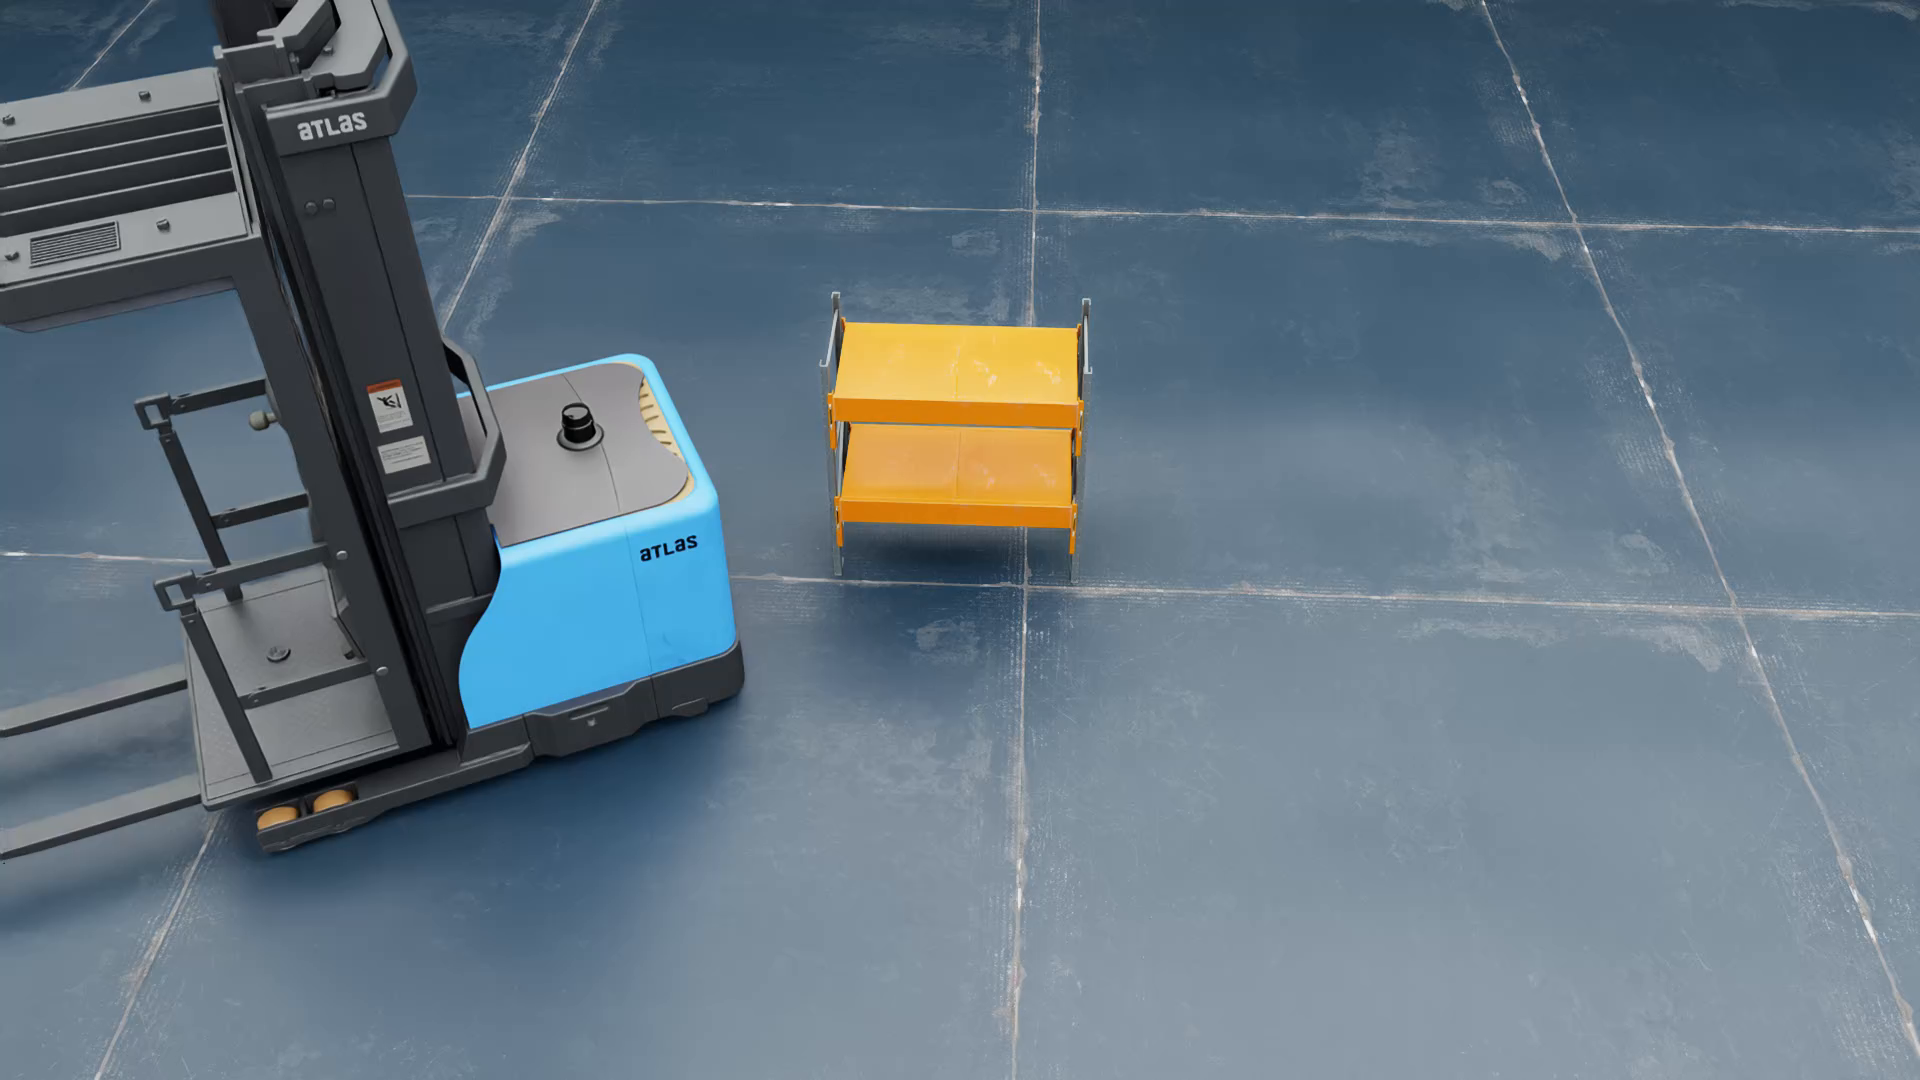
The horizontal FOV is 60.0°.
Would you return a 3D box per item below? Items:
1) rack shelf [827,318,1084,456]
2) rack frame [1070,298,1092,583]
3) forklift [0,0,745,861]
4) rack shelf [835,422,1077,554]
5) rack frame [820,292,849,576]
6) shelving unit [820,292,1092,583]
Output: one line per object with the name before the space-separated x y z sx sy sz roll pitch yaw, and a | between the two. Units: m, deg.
rack shelf | -0.007 -0.626 6.753 1.000 0.278 0.538 2 43 2
rack frame | 0.501 -0.396 6.935 0.032 1.125 0.500 2 43 2
forklift | -2.423 -0.345 5.556 3.031 2.935 1.130 -16 45 -17
rack shelf | -0.007 -0.233 7.119 1.000 0.278 0.538 2 43 2
rack frame | -0.515 -0.427 6.969 0.032 1.125 0.500 2 43 2
shelving unit | -0.007 -0.412 6.952 1.048 1.125 0.538 2 43 2
